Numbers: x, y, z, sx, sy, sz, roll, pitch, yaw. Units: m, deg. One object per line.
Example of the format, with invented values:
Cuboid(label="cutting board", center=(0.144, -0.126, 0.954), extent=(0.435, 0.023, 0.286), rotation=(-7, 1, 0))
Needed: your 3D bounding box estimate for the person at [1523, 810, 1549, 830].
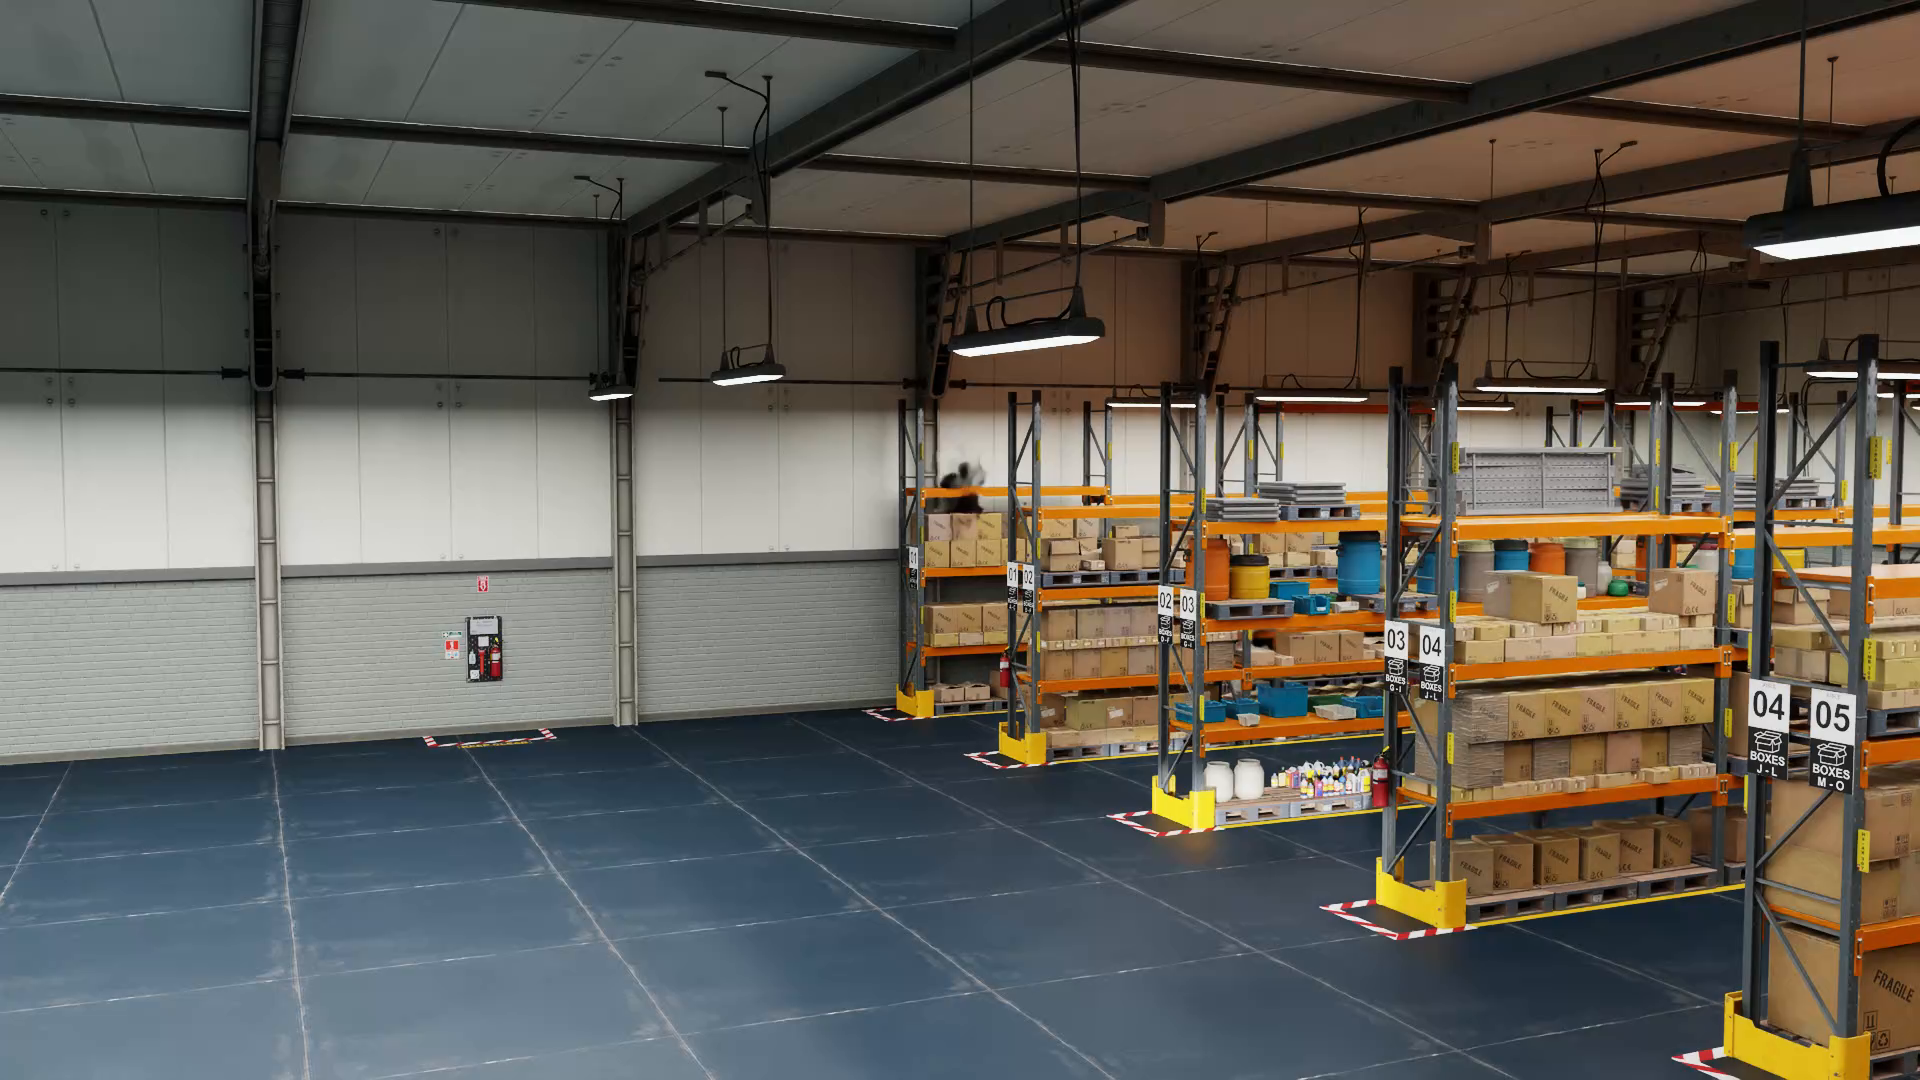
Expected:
Cuboid(label="person", center=(7.502, 3.093, 21.556), extent=(0.580, 1.607, 0.536), rotation=(-2, 4, -35))

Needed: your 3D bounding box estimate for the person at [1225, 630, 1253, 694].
Cuboid(label="person", center=(5.228, 2.487, 30.875), extent=(0.622, 1.736, 0.650), rotation=(-2, 4, -25))
